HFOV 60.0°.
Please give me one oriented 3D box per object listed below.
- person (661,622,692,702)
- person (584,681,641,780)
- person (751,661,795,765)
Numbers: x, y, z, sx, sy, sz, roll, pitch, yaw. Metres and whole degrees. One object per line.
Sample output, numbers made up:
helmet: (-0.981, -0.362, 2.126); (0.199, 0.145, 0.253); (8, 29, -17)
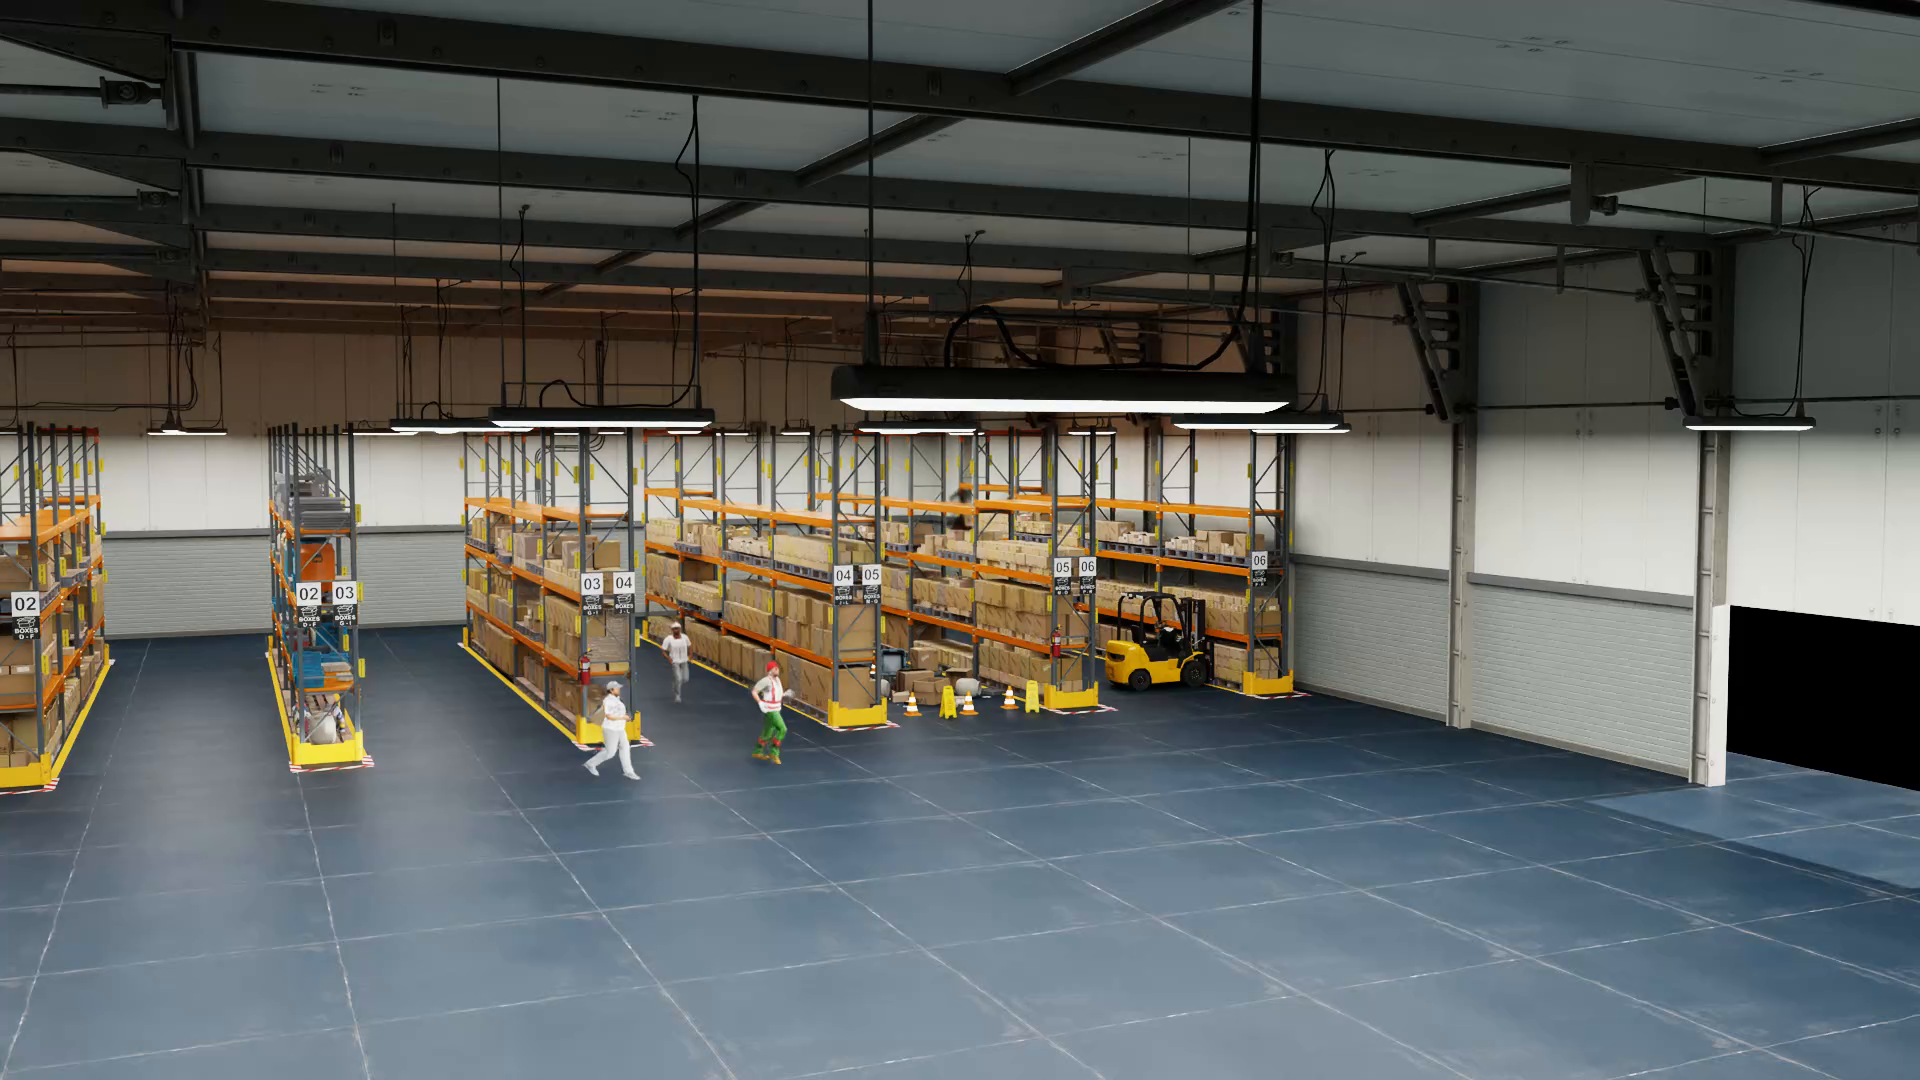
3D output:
person: (-6.149, 2.653, 36.223); (0.698, 1.729, 0.546); (-2, 4, -28)
person: (-5.817, 3.193, 27.813); (0.923, 1.680, 0.606); (0, 3, 1)
person: (-3.303, 3.052, 29.365); (0.754, 1.838, 0.616); (1, 4, 13)
